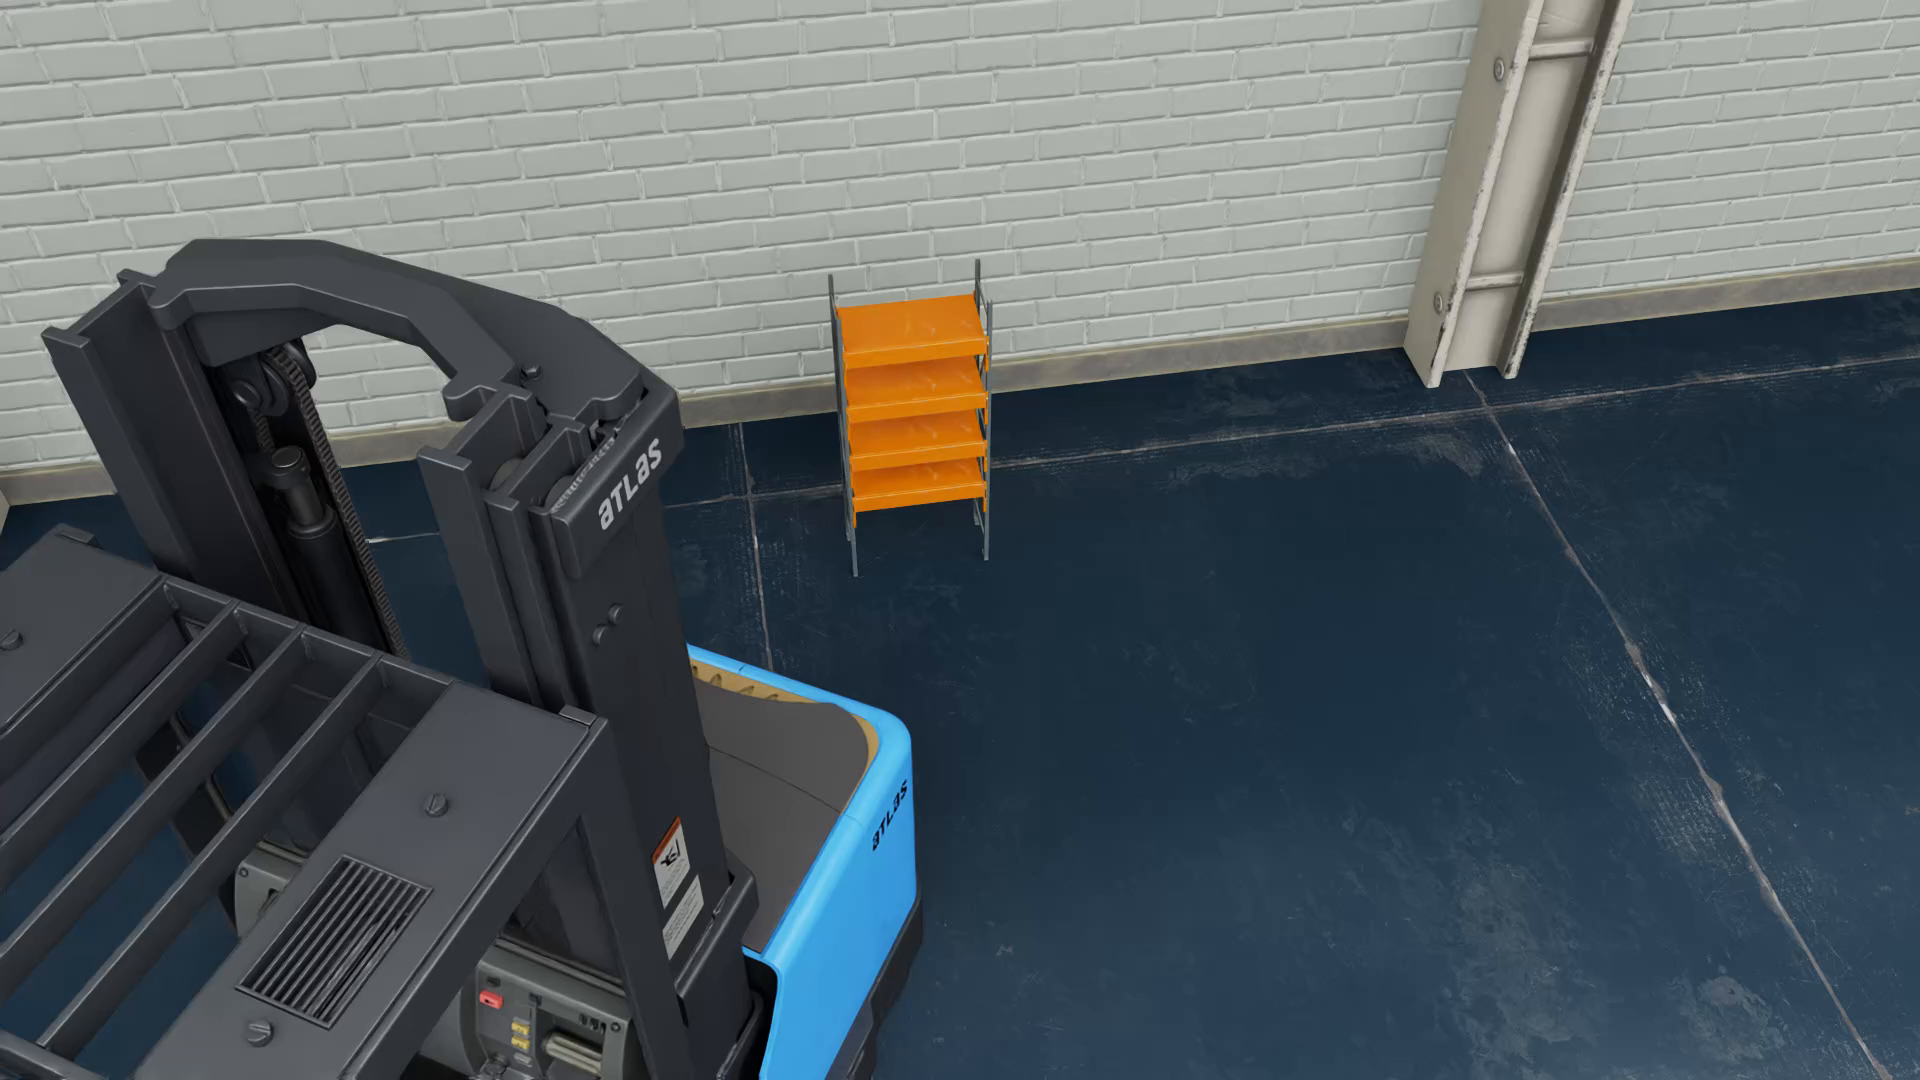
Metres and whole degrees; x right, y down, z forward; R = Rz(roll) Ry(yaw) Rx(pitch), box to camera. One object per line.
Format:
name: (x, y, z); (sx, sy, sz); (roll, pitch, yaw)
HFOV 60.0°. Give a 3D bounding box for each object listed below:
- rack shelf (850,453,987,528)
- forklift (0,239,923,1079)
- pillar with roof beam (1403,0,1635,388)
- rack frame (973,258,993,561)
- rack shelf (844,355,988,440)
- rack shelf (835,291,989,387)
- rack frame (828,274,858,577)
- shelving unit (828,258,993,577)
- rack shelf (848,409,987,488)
rack shelf: (-0.163, -0.212, 5.990); (0.480, 0.148, 0.258); (-7, 46, -7)
forklift: (-1.153, 1.036, 3.216); (1.130, 2.935, 3.031); (17, 48, 16)
pillar with roof beam: (2.826, -0.827, 0.798); (0.400, 9.000, 9.100); (-7, 46, -7)
rack frame: (0.077, -0.426, 5.827); (0.015, 1.200, 0.240); (-7, 46, -7)
rack shelf: (-0.163, -0.504, 5.686); (0.480, 0.148, 0.258); (-7, 46, -7)
rack shelf: (-0.163, -0.669, 5.515); (0.480, 0.148, 0.258); (-7, 46, -7)
rack frame: (-0.404, -0.366, 5.769); (0.015, 1.200, 0.240); (-7, 46, -7)
shelving unit: (-0.163, -0.396, 5.798); (0.503, 1.200, 0.258); (-7, 46, -7)
rack shelf: (-0.163, -0.349, 5.847); (0.480, 0.148, 0.258); (-7, 46, -7)
